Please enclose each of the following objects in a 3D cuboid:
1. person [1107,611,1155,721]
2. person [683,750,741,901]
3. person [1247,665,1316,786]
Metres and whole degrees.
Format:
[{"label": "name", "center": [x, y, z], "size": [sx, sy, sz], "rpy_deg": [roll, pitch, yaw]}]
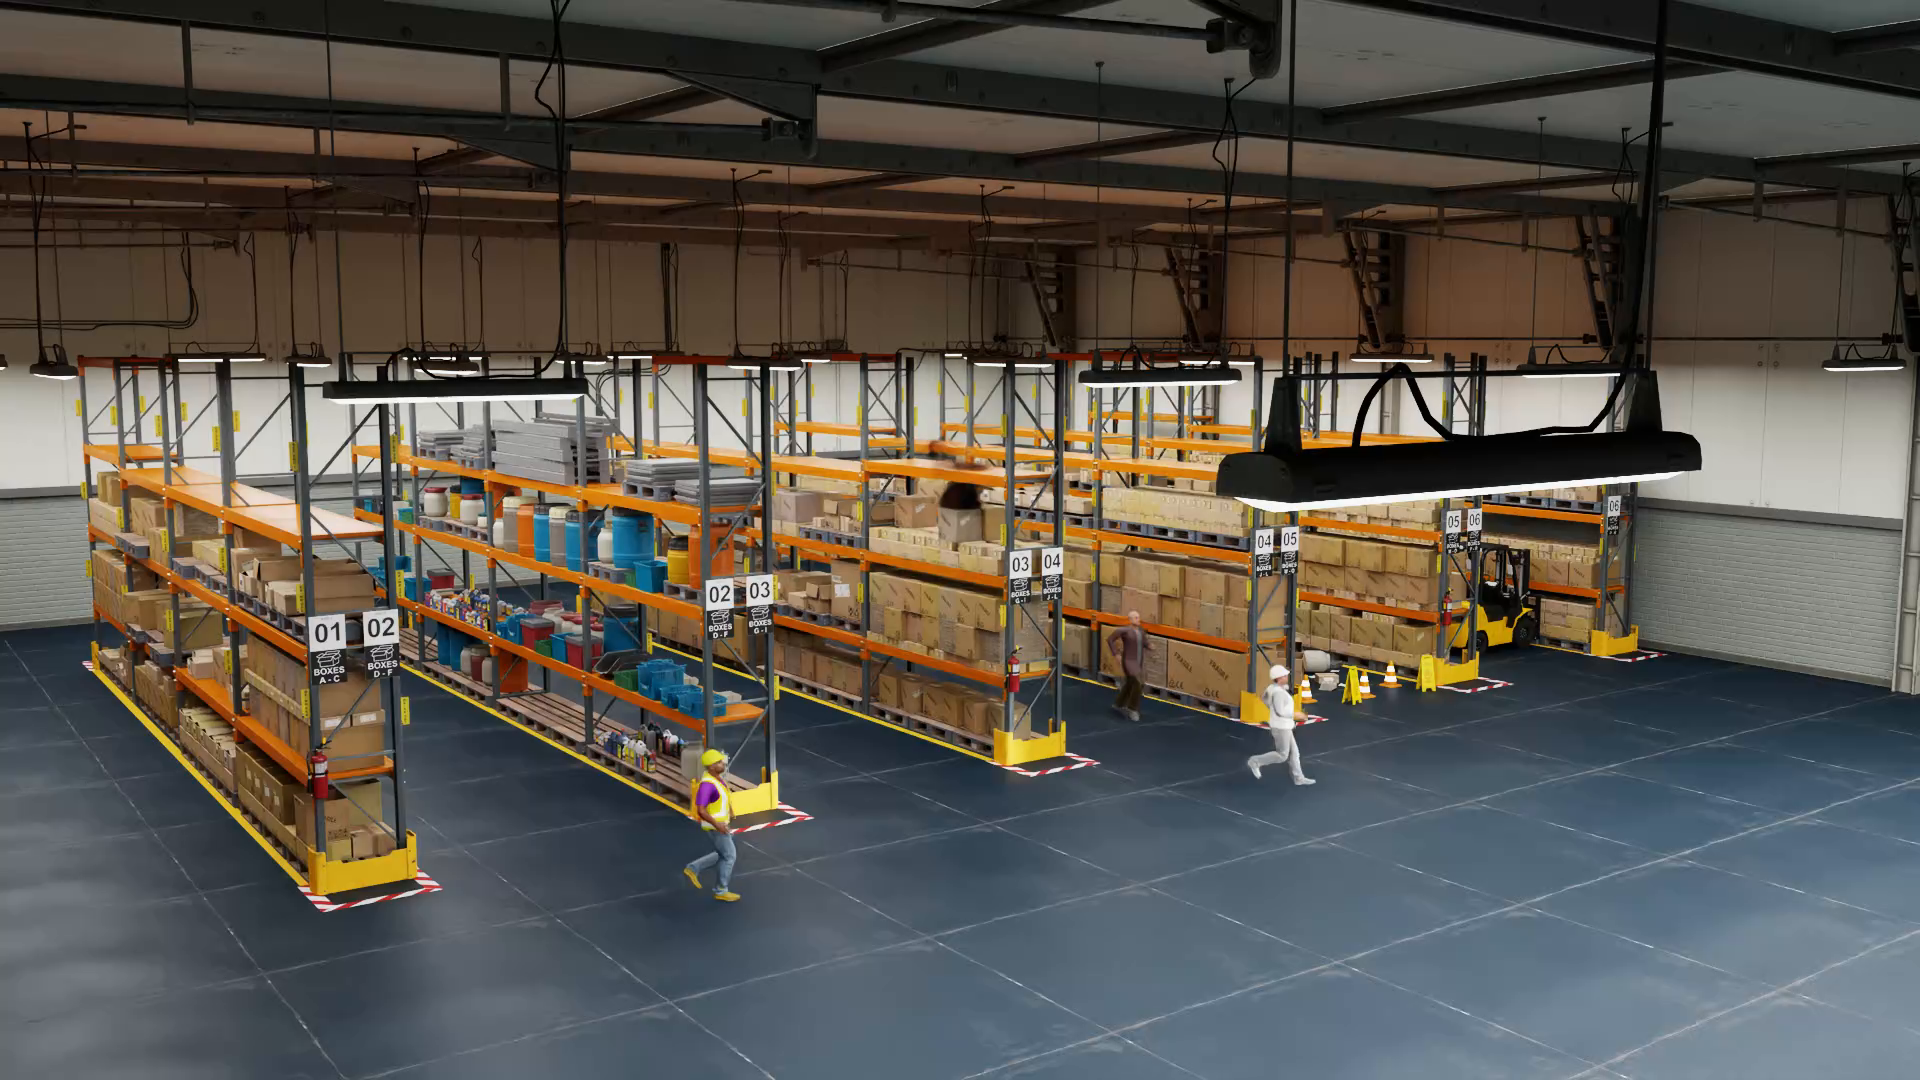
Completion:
[{"label": "person", "center": [2.887, 2.099, 27.817], "size": [0.836, 1.839, 0.688], "rpy_deg": [6, 9, 42]}, {"label": "person", "center": [-2.812, 3.213, 18.756], "size": [0.649, 1.742, 0.693], "rpy_deg": [-1, 7, -4]}, {"label": "person", "center": [4.548, 2.623, 23.489], "size": [0.984, 1.743, 0.677], "rpy_deg": [1, 7, 5]}]
